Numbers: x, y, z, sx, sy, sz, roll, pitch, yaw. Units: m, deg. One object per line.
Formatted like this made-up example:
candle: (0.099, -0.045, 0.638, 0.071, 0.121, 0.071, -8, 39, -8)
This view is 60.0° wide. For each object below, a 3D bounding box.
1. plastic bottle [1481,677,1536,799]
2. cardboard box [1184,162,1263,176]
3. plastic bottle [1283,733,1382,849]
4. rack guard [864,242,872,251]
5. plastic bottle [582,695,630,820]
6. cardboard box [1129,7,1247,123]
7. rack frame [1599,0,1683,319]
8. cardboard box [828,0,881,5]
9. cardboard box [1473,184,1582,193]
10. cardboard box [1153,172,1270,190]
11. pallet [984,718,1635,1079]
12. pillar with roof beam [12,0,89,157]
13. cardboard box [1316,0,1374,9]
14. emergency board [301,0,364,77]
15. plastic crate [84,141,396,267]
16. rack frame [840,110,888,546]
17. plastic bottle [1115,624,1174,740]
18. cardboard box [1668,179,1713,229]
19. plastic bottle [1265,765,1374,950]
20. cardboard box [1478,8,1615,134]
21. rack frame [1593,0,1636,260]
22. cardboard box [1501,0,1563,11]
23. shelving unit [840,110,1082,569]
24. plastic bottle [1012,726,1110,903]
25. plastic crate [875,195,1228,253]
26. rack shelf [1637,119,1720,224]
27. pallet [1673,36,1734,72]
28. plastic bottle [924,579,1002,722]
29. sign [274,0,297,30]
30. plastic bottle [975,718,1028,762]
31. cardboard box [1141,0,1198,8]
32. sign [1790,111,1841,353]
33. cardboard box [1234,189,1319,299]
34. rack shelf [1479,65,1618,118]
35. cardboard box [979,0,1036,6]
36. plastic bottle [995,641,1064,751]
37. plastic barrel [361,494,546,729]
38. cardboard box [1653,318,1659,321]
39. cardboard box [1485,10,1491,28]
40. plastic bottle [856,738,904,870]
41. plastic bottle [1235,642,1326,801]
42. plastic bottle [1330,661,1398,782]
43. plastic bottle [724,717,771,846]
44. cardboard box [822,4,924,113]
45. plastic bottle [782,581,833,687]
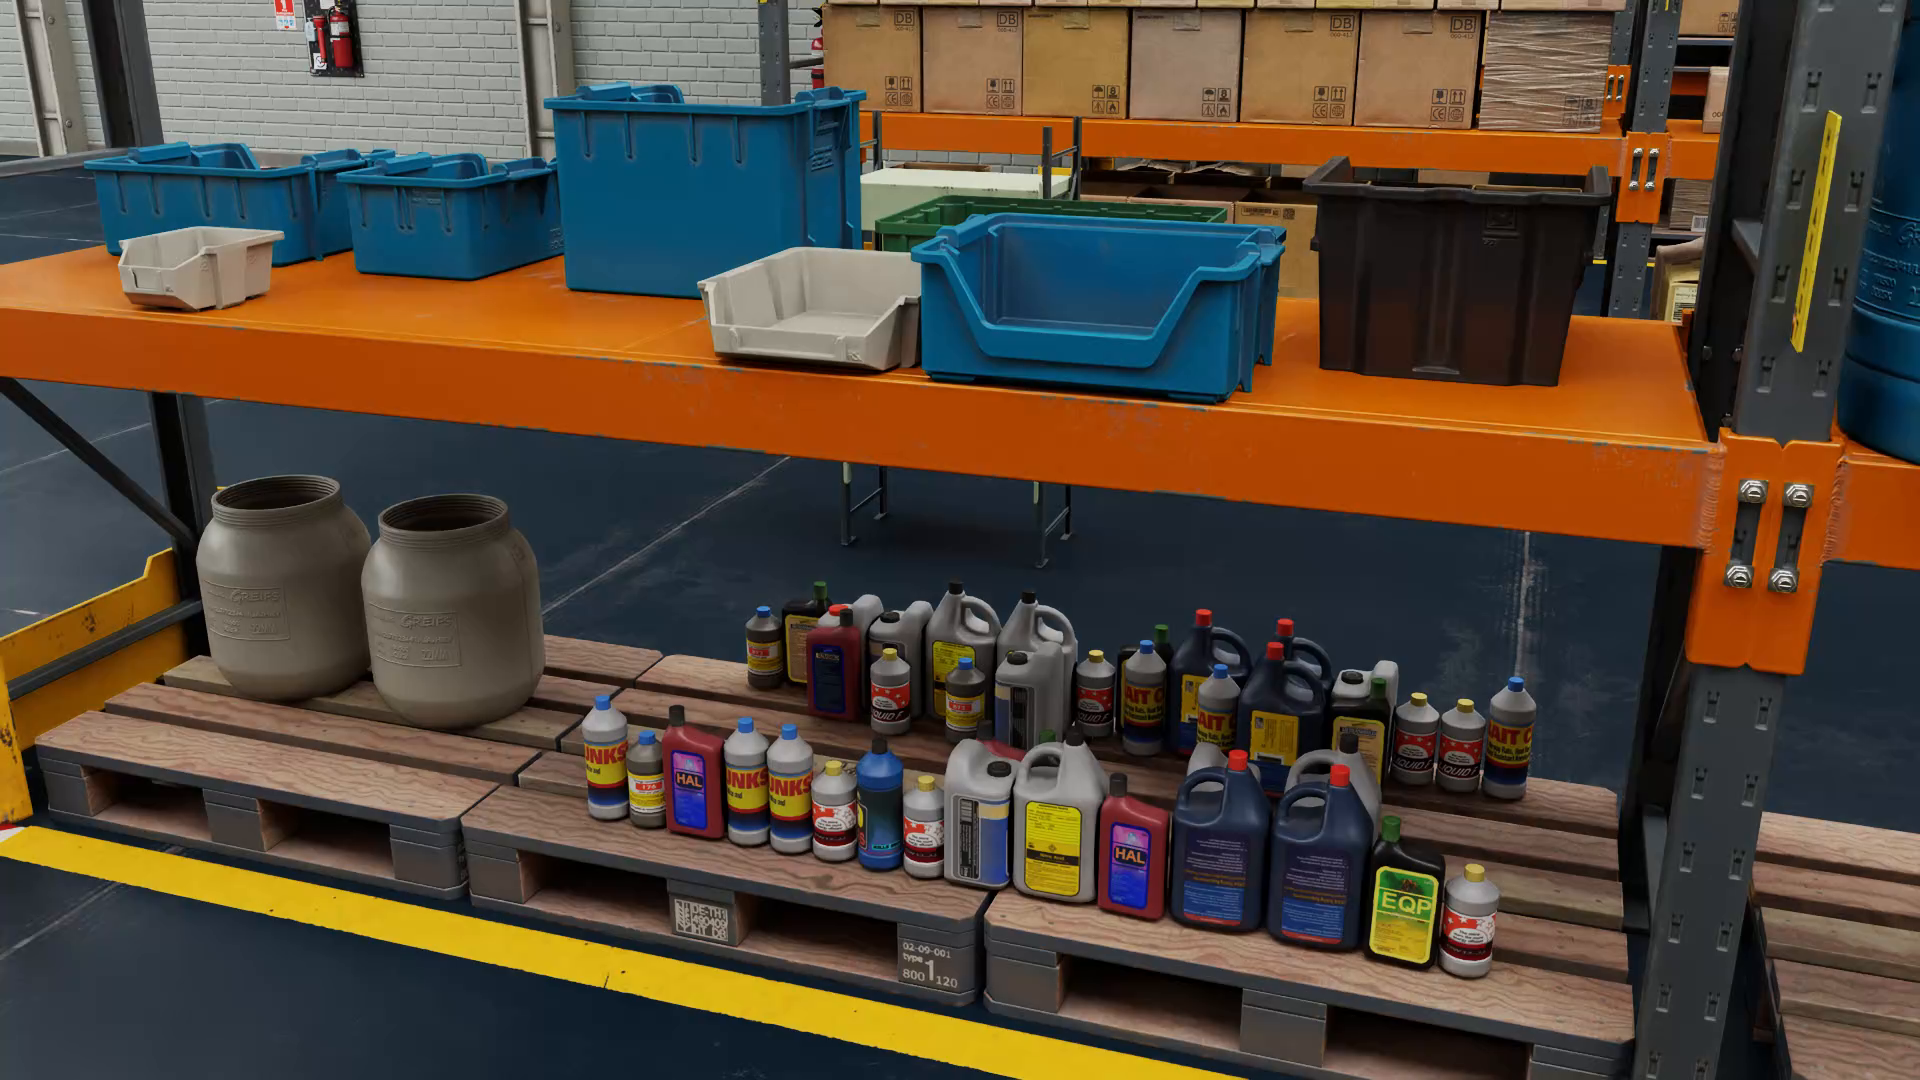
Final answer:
plastic bottle: (1.236, 0.438, 3.738, 0.097, 0.271, 0.097, 0, 19, 0)
cardboard box: (2.029, -2.758, 12.847, 0.500, 0.311, 0.500, 8, 21, 23)
plastic bottle: (0.738, 0.547, 3.307, 0.185, 0.351, 0.144, 7, 20, 18)
rack guard: (-0.779, -1.266, 8.947, 0.348, 0.500, 1.175, 7, 20, 18)
plastic bottle: (-0.775, 0.470, 3.648, 0.097, 0.271, 0.097, 0, 19, 0)
cardboard box: (1.144, -2.270, 7.879, 0.500, 0.500, 0.700, 7, 20, 20)
rack frame: (3.022, -2.011, 7.289, 0.127, 3.000, 1.000, 7, 20, 18)
cardboard box: (-0.456, -2.688, 8.092, 0.250, 0.149, 0.380, 6, 20, 18)
cardboard box: (2.687, -1.413, 7.972, 0.500, 0.500, 0.500, 7, 20, 18)
cardboard box: (1.269, -1.574, 8.435, 0.500, 0.500, 0.500, 7, 20, 18)
pallet: (0.773, 0.760, 3.576, 1.213, 0.211, 1.003, 7, 20, 18)
pillar with roof beam: (-10.937, -6.968, 12.394, 0.400, 9.000, 9.100, 7, 20, 18)
cardboard box: (1.735, -2.438, 7.376, 0.250, 0.149, 0.380, 6, 20, 18)
emergency board: (-6.179, -5.104, 16.162, 0.643, 1.169, 0.194, 7, 20, 18)
plastic crate: (-1.814, -0.872, 4.248, 0.616, 0.251, 0.499, 7, 20, 18)
rack frame: (-0.352, -0.748, 5.945, 0.023, 1.500, 0.400, 7, 20, 18)
plastic bottle: (0.446, 0.336, 4.014, 0.133, 0.283, 0.061, 7, 21, 20)
cardboard box: (5.345, -2.505, 11.835, 0.500, 0.500, 0.700, 7, 20, 20)
plastic bottle: (0.690, 0.592, 3.178, 0.185, 0.351, 0.144, 6, 20, 17)
cardboard box: (2.601, -2.104, 7.405, 0.500, 0.500, 0.700, 6, 20, 17)
rack frame: (4.644, -3.552, 11.709, 0.127, 3.000, 1.000, 7, 20, 18)
cardboard box: (2.462, -2.355, 7.137, 0.250, 0.149, 0.380, 6, 20, 17)
shelving unit: (-0.006, -0.709, 5.831, 0.755, 1.500, 0.431, 7, 20, 18)
plastic bottle: (0.204, 0.536, 3.338, 0.185, 0.351, 0.144, 6, 20, 18)
plastic crate: (0.204, -0.606, 3.579, 0.662, 0.188, 0.450, 7, 20, 18)
rack shelf: (4.912, -1.456, 6.788, 4.000, 0.370, 1.077, 7, 20, 18)
pallet: (5.319, -3.334, 11.374, 1.213, 0.211, 1.003, 7, 20, 18)
plastic bottle: (0.011, 0.269, 4.104, 0.185, 0.351, 0.144, 7, 21, 20)
sign: (-6.667, -5.213, 16.420, 0.234, 0.329, 0.001, 7, 20, 18)
plastic bottle: (0.086, 0.516, 3.498, 0.133, 0.283, 0.061, 7, 20, 18)
cardboard box: (0.996, -2.521, 7.615, 0.250, 0.149, 0.380, 7, 20, 19)
sign: (1.202, -0.432, 2.339, 0.005, 0.325, 0.100, 7, 20, 18)
cardboard box: (1.570, -1.358, 7.815, 0.500, 0.500, 0.500, 7, 20, 18)
rack shelf: (2.755, -3.428, 12.447, 4.000, 0.370, 1.077, 7, 20, 18)
cardboard box: (0.267, -2.605, 7.854, 0.250, 0.149, 0.380, 6, 20, 17)
plastic bottle: (0.162, 0.373, 3.918, 0.135, 0.276, 0.152, 7, 20, 18)
plastic barrel: (-1.265, 0.174, 4.161, 0.421, 0.512, 0.421, 0, 19, 0)
cardboard box: (3.322, -0.791, 7.327, 0.500, 0.250, 0.500, 6, 20, 17)
cardboard box: (3.623, -3.852, 11.627, 0.500, 0.500, 0.500, 6, 20, 18)
plastic bottle: (-0.165, 0.539, 3.448, 0.097, 0.271, 0.097, 0, 19, 0)
plastic bottle: (0.720, 0.400, 3.727, 0.185, 0.351, 0.144, 7, 20, 18)
plastic bottle: (0.922, 0.410, 3.813, 0.135, 0.276, 0.152, 7, 21, 20)
plastic bottle: (-0.451, 0.507, 3.542, 0.097, 0.271, 0.097, 0, 19, 0)
cardboard box: (-0.319, -2.436, 8.356, 0.500, 0.500, 0.700, 7, 20, 18)
plastic bottle: (-0.390, 0.240, 4.288, 0.133, 0.283, 0.061, 7, 20, 19)
